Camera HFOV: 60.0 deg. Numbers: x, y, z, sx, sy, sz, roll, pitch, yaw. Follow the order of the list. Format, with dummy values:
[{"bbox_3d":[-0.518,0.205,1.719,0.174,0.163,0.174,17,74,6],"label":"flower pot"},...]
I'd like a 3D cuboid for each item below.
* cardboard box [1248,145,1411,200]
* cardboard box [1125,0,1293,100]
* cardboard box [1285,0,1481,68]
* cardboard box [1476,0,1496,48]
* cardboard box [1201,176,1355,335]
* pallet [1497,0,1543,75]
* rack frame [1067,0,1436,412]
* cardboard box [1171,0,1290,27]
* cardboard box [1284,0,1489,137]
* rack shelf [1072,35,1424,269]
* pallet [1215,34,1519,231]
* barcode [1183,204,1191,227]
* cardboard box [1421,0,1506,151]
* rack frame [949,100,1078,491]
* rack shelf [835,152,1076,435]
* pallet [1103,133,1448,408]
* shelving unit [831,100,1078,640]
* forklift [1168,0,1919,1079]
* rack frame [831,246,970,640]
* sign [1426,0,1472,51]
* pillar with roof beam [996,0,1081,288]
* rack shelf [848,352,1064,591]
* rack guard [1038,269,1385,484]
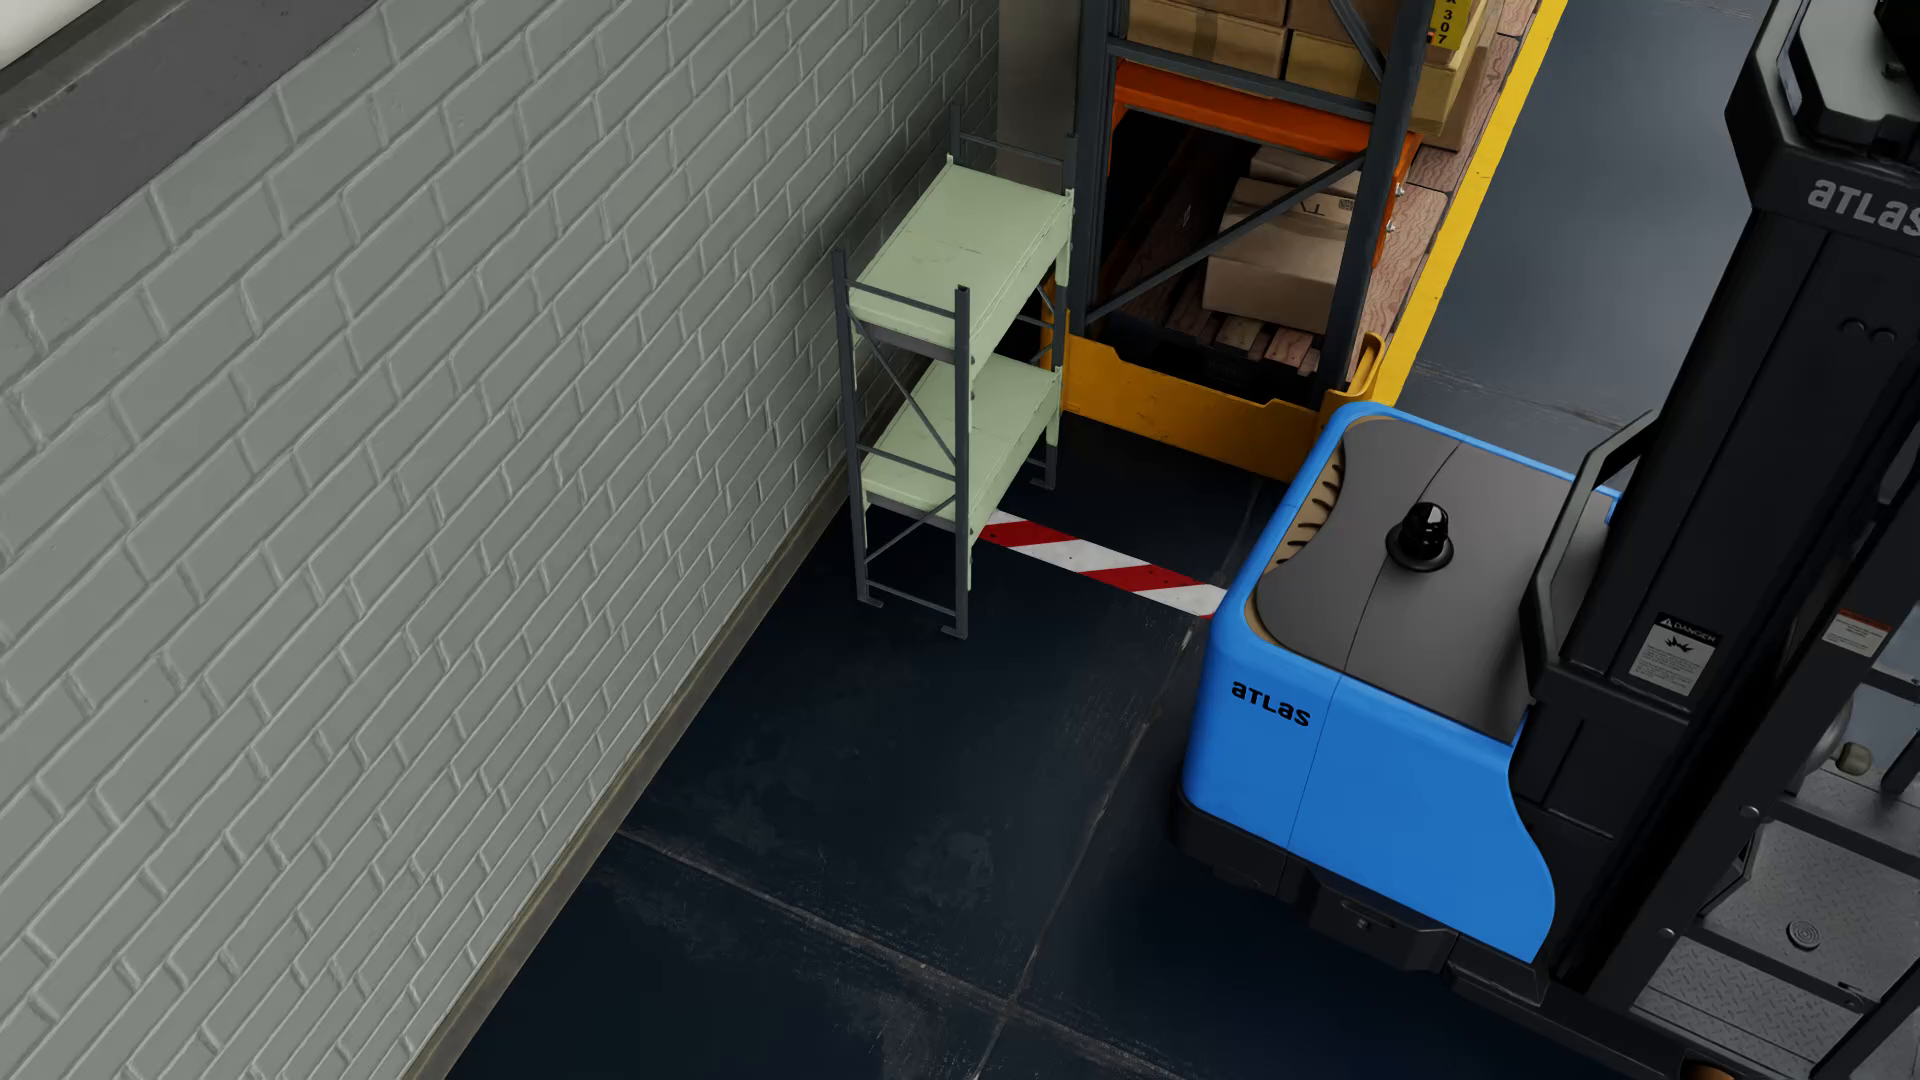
[{"bbox_3d":[1.456,-1.473,6.511,0.500,0.311,0.500,24,54,19],"label":"cardboard box"},{"bbox_3d":[0.860,-1.705,5.317,0.500,0.250,0.500,20,53,17],"label":"cardboard box"},{"bbox_3d":[1.311,-1.794,4.900,0.500,0.500,0.500,20,52,16],"label":"cardboard box"},{"bbox_3d":[1.540,-1.915,5.495,0.500,0.250,0.500,18,52,15],"label":"cardboard box"},{"bbox_3d":[1.212,-1.081,6.176,0.500,0.311,0.500,14,51,12],"label":"cardboard box"},{"bbox_3d":[2.289,-2.739,7.942,1.003,0.211,1.213,20,52,16],"label":"pallet"},{"bbox_3d":[0.835,-1.362,4.940,1.000,3.000,0.127,20,52,16],"label":"rack frame"},{"bbox_3d":[0.845,-1.957,5.038,0.500,0.500,0.500,19,52,16],"label":"cardboard box"},{"bbox_3d":[1.331,-1.553,5.187,0.500,0.250,0.500,18,52,15],"label":"cardboard box"},{"bbox_3d":[1.690,-2.506,6.385,1.077,0.370,4.000,20,52,16],"label":"rack shelf"},{"bbox_3d":[1.769,-1.896,7.225,1.003,0.211,1.213,20,52,16],"label":"pallet"},{"bbox_3d":[0.858,-1.226,6.294,0.001,0.075,0.075,20,52,16],"label":"barcode"},{"bbox_3d":[1.814,-2.023,6.855,0.700,0.500,0.500,17,52,14],"label":"cardboard box"},{"bbox_3d":[0.153,-0.733,5.389,0.400,1.500,0.023,20,52,16],"label":"rack frame"},{"bbox_3d":[-0.003,-0.734,4.878,0.431,0.370,0.720,20,52,16],"label":"rack shelf"},{"bbox_3d":[1.247,-1.059,6.512,1.003,0.211,1.213,20,52,16],"label":"pallet"},{"bbox_3d":[-0.003,-0.481,5.175,0.431,1.500,0.755,20,52,16],"label":"shelving unit"},{"bbox_3d":[2.153,0.204,3.652,3.031,2.935,1.130,23,54,19],"label":"forklift"},{"bbox_3d":[-0.159,-0.229,4.960,0.400,1.500,0.023,20,52,16],"label":"rack frame"},{"bbox_3d":[1.326,-1.466,4.460,0.100,0.325,0.005,20,52,16],"label":"sign"},{"bbox_3d":[4.245,-2.669,2.112,9.100,9.000,0.400,20,52,16],"label":"pillar with roof beam"},{"bbox_3d":[-0.003,-0.270,5.423,0.431,0.370,0.720,20,52,16],"label":"rack shelf"},{"bbox_3d":[0.868,-0.604,5.936,1.175,0.500,0.348,20,52,16],"label":"rack guard"}]
